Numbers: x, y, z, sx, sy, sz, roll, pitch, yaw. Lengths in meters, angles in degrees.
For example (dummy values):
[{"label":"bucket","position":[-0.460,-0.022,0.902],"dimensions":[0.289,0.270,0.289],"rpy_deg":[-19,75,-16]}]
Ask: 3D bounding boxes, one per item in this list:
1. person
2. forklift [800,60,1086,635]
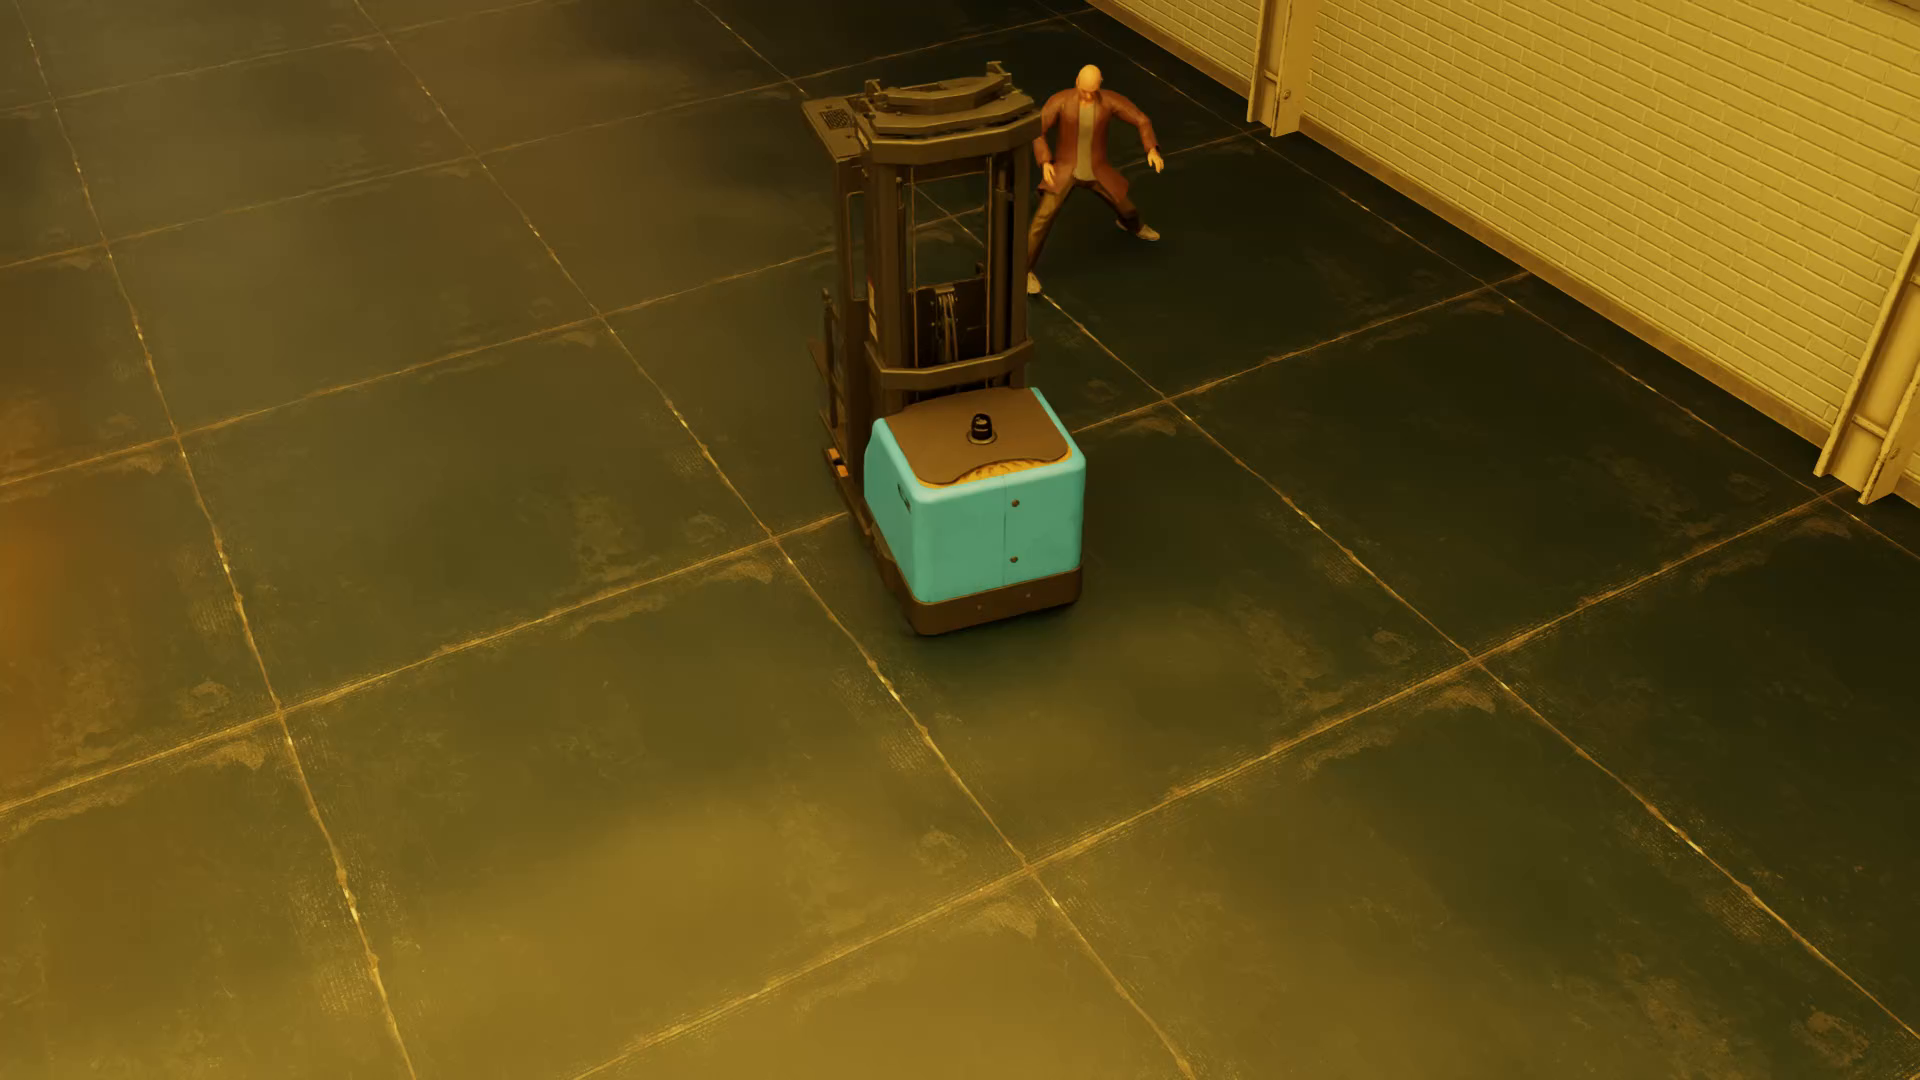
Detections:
[{"label":"person","position":[1.005,-2.754,12.438],"dimensions":[1.213,1.592,1.049],"rpy_deg":[-2,40,-2]},{"label":"forklift","position":[-0.252,-1.528,9.879],"dimensions":[1.130,2.935,3.031],"rpy_deg":[-13,41,-15]}]
